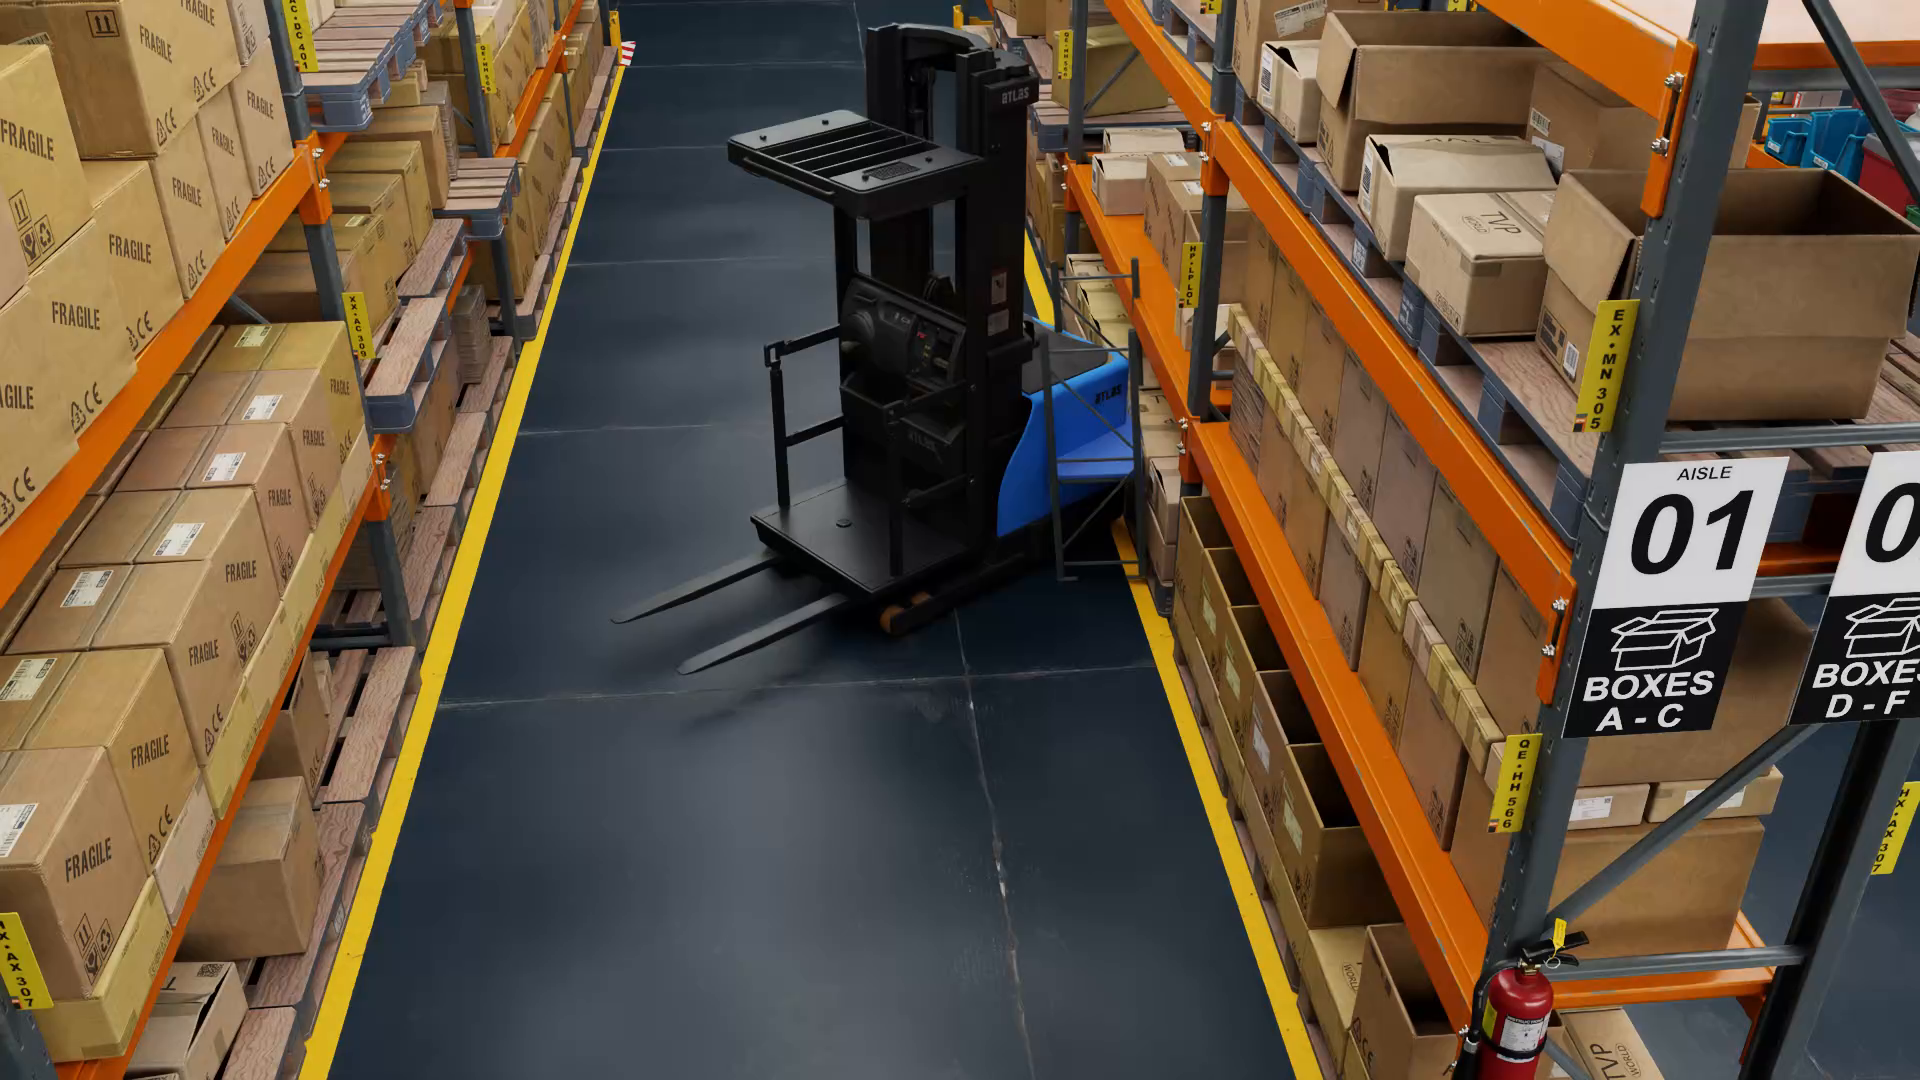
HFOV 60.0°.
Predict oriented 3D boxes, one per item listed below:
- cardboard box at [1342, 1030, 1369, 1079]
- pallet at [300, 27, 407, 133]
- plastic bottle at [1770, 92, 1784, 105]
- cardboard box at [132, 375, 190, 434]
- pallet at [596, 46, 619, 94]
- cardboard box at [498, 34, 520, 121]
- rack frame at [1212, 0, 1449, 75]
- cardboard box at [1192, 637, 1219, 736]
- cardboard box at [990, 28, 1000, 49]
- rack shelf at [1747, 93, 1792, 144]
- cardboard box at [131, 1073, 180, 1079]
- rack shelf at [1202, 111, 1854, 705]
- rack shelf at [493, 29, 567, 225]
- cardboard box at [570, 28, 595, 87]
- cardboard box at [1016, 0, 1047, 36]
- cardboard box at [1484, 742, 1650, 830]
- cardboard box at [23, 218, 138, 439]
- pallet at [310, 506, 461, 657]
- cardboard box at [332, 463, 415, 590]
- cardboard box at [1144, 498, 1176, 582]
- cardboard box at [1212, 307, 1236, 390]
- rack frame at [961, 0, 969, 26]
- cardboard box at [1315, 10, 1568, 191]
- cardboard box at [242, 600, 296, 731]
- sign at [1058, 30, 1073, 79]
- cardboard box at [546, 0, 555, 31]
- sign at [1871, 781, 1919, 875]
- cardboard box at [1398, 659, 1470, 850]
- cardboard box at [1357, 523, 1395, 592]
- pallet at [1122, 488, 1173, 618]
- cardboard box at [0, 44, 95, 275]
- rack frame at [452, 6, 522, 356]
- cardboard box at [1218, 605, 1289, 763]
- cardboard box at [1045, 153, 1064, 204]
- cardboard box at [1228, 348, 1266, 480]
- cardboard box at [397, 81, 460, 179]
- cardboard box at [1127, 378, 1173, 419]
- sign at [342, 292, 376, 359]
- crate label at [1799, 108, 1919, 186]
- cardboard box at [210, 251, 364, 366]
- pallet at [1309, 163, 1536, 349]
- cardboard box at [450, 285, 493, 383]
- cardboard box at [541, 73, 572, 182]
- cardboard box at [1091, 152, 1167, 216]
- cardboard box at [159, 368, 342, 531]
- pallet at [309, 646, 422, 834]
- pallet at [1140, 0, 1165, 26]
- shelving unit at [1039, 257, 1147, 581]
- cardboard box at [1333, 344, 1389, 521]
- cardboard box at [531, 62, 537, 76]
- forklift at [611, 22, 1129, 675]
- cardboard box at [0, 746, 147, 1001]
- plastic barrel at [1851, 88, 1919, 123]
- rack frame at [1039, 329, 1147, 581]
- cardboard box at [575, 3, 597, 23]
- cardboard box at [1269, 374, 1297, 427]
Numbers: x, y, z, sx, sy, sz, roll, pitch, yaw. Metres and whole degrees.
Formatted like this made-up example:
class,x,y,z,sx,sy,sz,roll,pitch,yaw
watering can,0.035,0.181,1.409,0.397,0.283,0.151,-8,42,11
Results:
class,x,y,z,sx,sy,sz,roll,pitch,yaw
cardboard box,1.663,1.965,5.808,0.500,0.250,0.500,-3,31,-5
pallet,-3.250,-2.106,7.609,1.213,0.211,1.003,-3,31,-5
plastic bottle,6.307,-3.468,12.824,0.097,0.201,0.097,0,31,0
cardboard box,-3.418,-0.331,6.774,0.500,0.500,0.500,-3,31,-5
pallet,-4.267,-5.104,18.089,1.003,0.211,1.213,-3,31,-5
cardboard box,-3.502,-3.328,11.990,0.500,0.500,0.500,-2,31,-3
rack frame,1.633,-3.394,6.656,1.000,3.000,0.127,-3,31,-5
cardboard box,1.416,0.689,7.943,0.500,0.250,0.500,-3,31,-5
cardboard box,0.705,-4.979,17.165,0.797,0.503,0.637,-3,31,-5
rack shelf,6.005,-3.808,13.902,1.077,0.370,4.000,-3,31,-5
cardboard box,-2.900,2.071,5.550,0.500,0.311,0.500,-6,31,-10
rack shelf,1.820,-0.776,5.900,1.077,0.370,4.000,-3,31,-5
rack shelf,-3.859,-3.333,13.107,1.077,0.370,4.000,-3,31,-5
cardboard box,-4.160,-4.948,17.136,0.700,0.500,0.500,-4,31,-6
cardboard box,0.835,-4.525,13.894,0.700,0.500,0.500,2,31,3
cardboard box,1.781,0.717,4.895,0.380,0.149,0.250,-3,31,-5
cardboard box,-2.774,-0.599,4.786,0.500,0.500,0.500,-1,31,-2
pallet,-3.373,0.221,9.174,1.003,0.211,1.213,-3,31,-5
cardboard box,-3.384,-0.070,8.950,0.700,0.500,0.500,-2,31,-3
cardboard box,1.306,-0.016,9.123,0.500,0.250,0.500,-3,31,-5
cardboard box,1.544,-1.003,8.650,0.500,0.250,0.500,-1,31,-1
rack frame,0.512,-6.945,18.452,1.000,3.000,0.127,-3,31,-5
cardboard box,1.661,-1.544,5.837,0.797,0.503,0.637,1,31,1
cardboard box,-2.804,0.472,6.162,0.500,0.250,0.500,-2,31,-4
sign,0.720,-3.293,11.285,0.100,0.325,0.005,-3,31,-5
cardboard box,-3.752,-4.619,14.151,0.500,0.500,0.500,-3,31,-5
sign,2.560,0.795,4.573,0.100,0.325,0.005,-3,31,-5
cardboard box,1.922,0.674,5.598,0.700,0.500,0.500,-2,31,-3
cardboard box,1.659,0.056,6.001,0.380,0.149,0.250,-2,31,-3
pallet,1.525,0.005,9.536,1.003,0.211,1.213,-3,31,-5
cardboard box,-2.774,-1.033,4.537,0.500,0.500,0.500,-2,31,-3
rack frame,-3.672,-2.621,11.213,1.000,3.000,0.127,-3,31,-5
cardboard box,1.458,0.622,7.323,0.500,0.500,0.500,-3,31,-5
cardboard box,0.929,-2.793,12.778,0.500,0.250,0.500,-2,31,-3
cardboard box,1.681,-0.635,7.790,0.700,0.500,0.500,-4,31,-6
cardboard box,-3.618,-2.613,10.674,0.700,0.500,0.500,-6,31,-10
cardboard box,1.211,-0.772,9.842,0.500,0.311,0.500,-3,31,-5
sign,-2.759,-0.980,7.622,0.100,0.325,0.005,-3,31,-5
crate label,6.015,-2.591,11.128,0.502,0.435,0.616,-3,31,-5
cardboard box,-3.312,-1.072,8.093,0.700,0.500,0.500,-3,31,-4
pallet,1.849,-1.012,5.681,1.003,0.211,1.213,-3,31,-5
cardboard box,-3.553,-1.372,11.130,0.700,0.500,0.500,-2,31,-4
cardboard box,-3.856,-3.595,14.530,0.750,0.750,0.750,-2,31,-4
cardboard box,1.150,-2.356,10.856,0.500,0.311,0.500,-3,31,-5
cardboard box,-2.894,-0.364,6.829,0.500,0.500,0.500,-3,31,-5
pallet,-3.201,0.960,7.938,1.003,0.211,1.213,-3,31,-5
pallet,1.519,-3.154,9.364,1.003,0.211,1.213,-1,31,-2
shelving unit,0.781,-0.687,9.402,0.538,1.500,1.048,-2,30,8
cardboard box,1.822,-0.423,6.170,0.700,0.500,0.500,-3,31,-5
cardboard box,-3.666,-3.883,13.551,0.380,0.149,0.250,-3,31,-5
forklift,-0.465,-1.046,8.643,3.031,2.935,1.130,-25,39,-35
cardboard box,-2.670,0.939,4.648,0.500,0.500,0.500,-3,31,-5
plastic barrel,6.536,-2.932,11.600,0.600,0.536,0.708,-3,31,-5
rack frame,0.728,-0.429,8.968,0.500,1.500,0.032,-2,30,8
cardboard box,-4.037,-5.551,17.514,0.380,0.149,0.250,-2,31,-3
cardboard box,1.541,-0.599,7.098,0.380,0.149,0.250,-3,31,-5
